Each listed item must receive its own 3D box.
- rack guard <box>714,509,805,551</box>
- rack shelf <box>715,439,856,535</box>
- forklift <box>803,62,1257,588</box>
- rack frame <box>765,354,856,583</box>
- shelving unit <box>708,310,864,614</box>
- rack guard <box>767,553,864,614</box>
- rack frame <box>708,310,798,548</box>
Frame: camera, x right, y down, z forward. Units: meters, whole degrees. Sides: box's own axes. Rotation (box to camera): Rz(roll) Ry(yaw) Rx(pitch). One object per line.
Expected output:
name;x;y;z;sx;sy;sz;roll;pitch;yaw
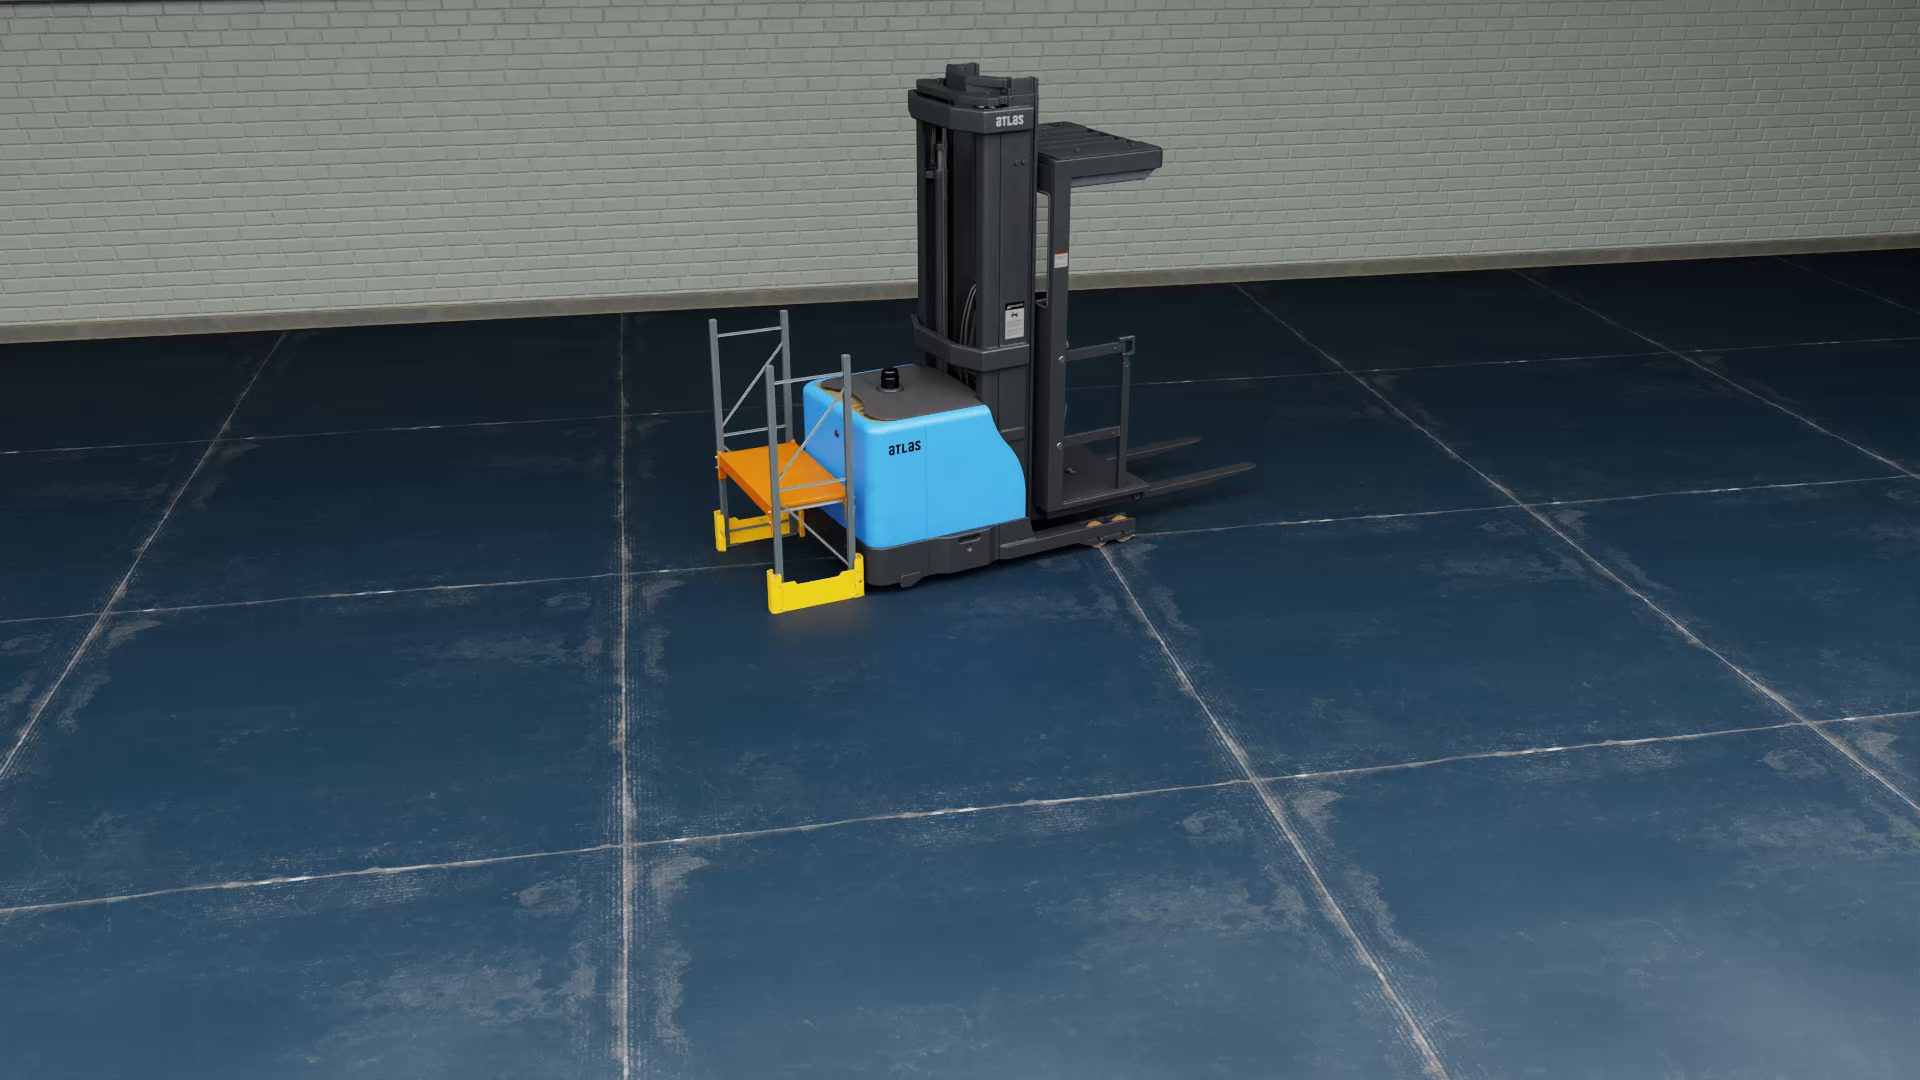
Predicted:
rack guard;-1.282;-0.104;10.676;0.587;0.250;0.087;-11;26;-23
rack shelf;-1.071;-0.336;10.094;0.538;0.185;1.000;-11;26;-23
forklift;0.550;-1.466;10.446;3.031;2.935;1.130;-13;27;-27
rack frame;-0.851;-0.317;9.602;0.500;1.500;0.032;-11;26;-23
shelving unit;-1.067;-0.497;10.014;0.587;1.500;1.083;-11;26;-23
rack guard;-0.852;0.255;9.853;0.587;0.250;0.087;-11;26;-23
rack frame;-1.290;-0.684;10.442;0.500;1.500;0.032;-11;26;-23
